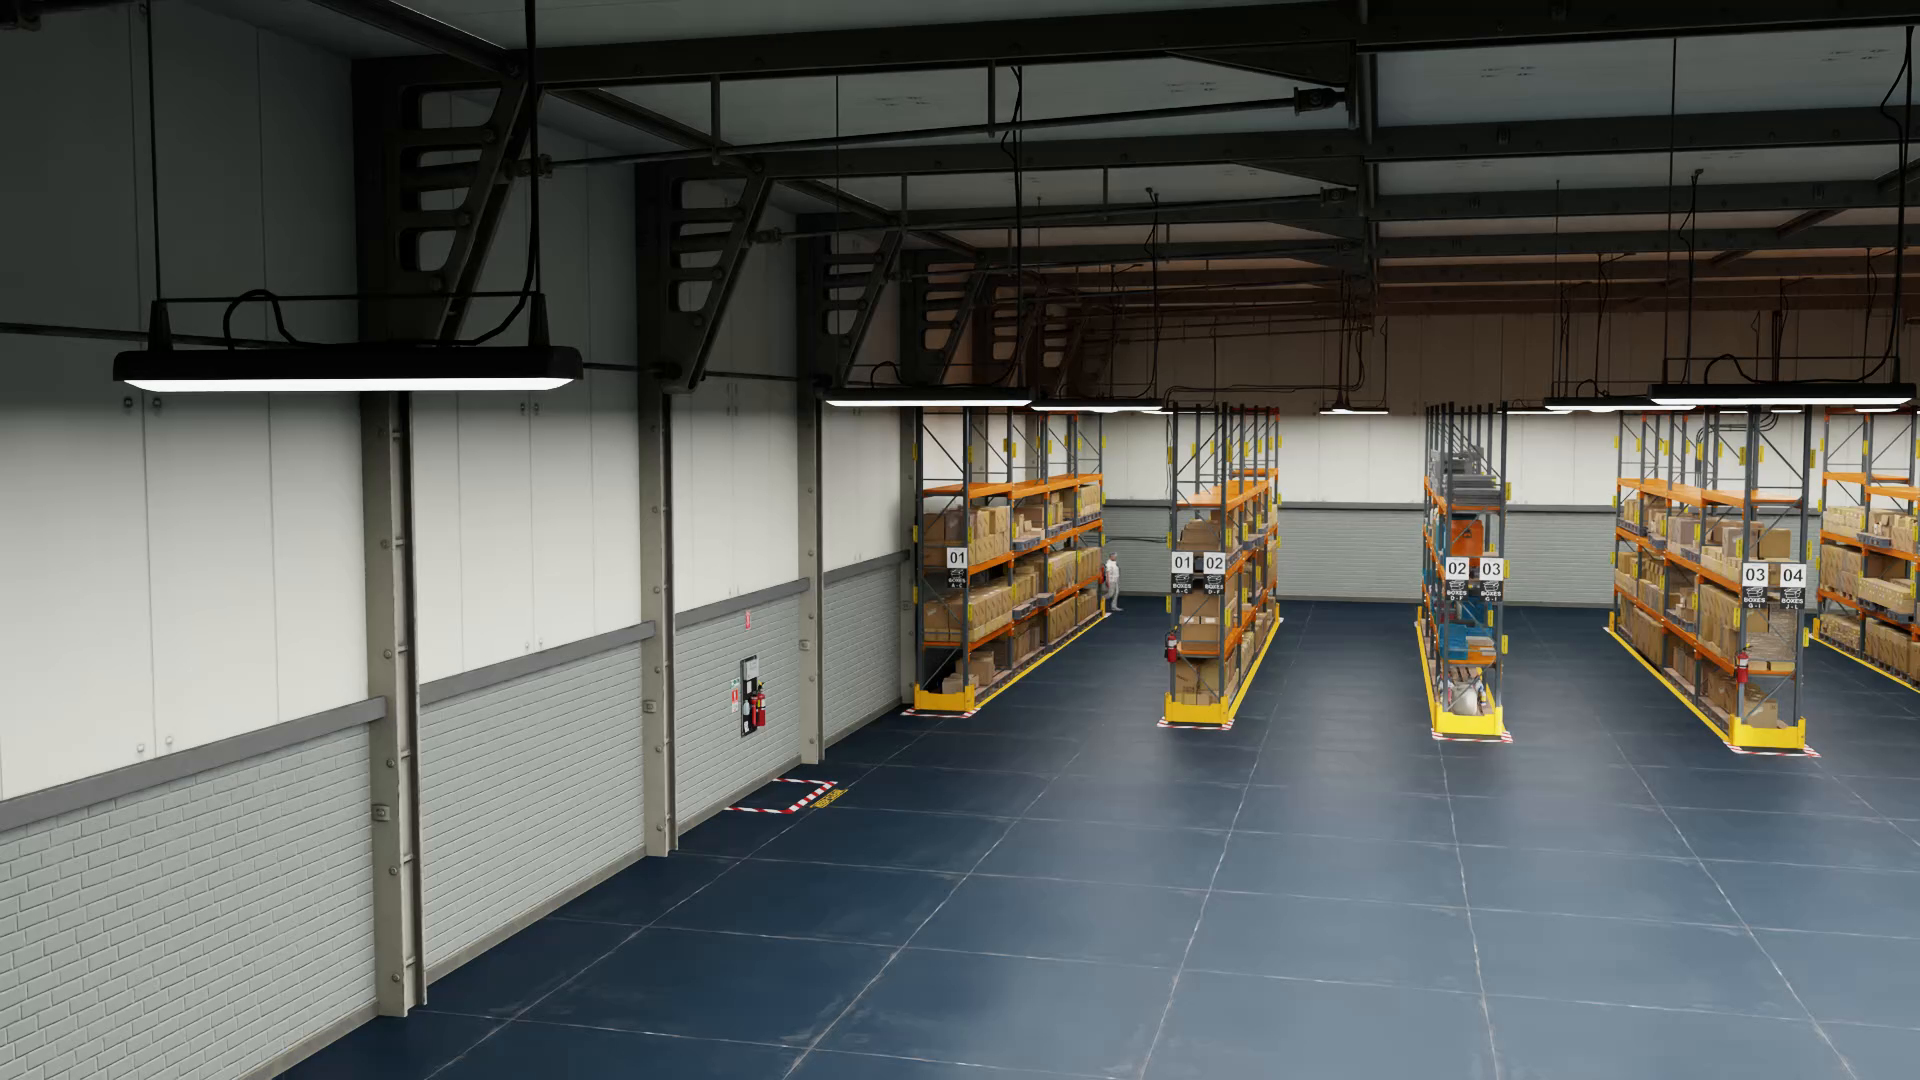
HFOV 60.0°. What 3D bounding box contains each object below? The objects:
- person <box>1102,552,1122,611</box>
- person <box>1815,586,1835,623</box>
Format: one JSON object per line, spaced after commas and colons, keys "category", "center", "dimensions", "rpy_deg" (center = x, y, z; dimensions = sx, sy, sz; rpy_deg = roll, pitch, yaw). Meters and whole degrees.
{"category": "person", "center": [4.429, 1.220, 49.023], "dimensions": [0.655, 1.742, 0.585], "rpy_deg": [3, 5, 32]}
{"category": "person", "center": [23.935, 1.507, 45.922], "dimensions": [1.077, 1.582, 0.481], "rpy_deg": [-4, 6, -41]}
